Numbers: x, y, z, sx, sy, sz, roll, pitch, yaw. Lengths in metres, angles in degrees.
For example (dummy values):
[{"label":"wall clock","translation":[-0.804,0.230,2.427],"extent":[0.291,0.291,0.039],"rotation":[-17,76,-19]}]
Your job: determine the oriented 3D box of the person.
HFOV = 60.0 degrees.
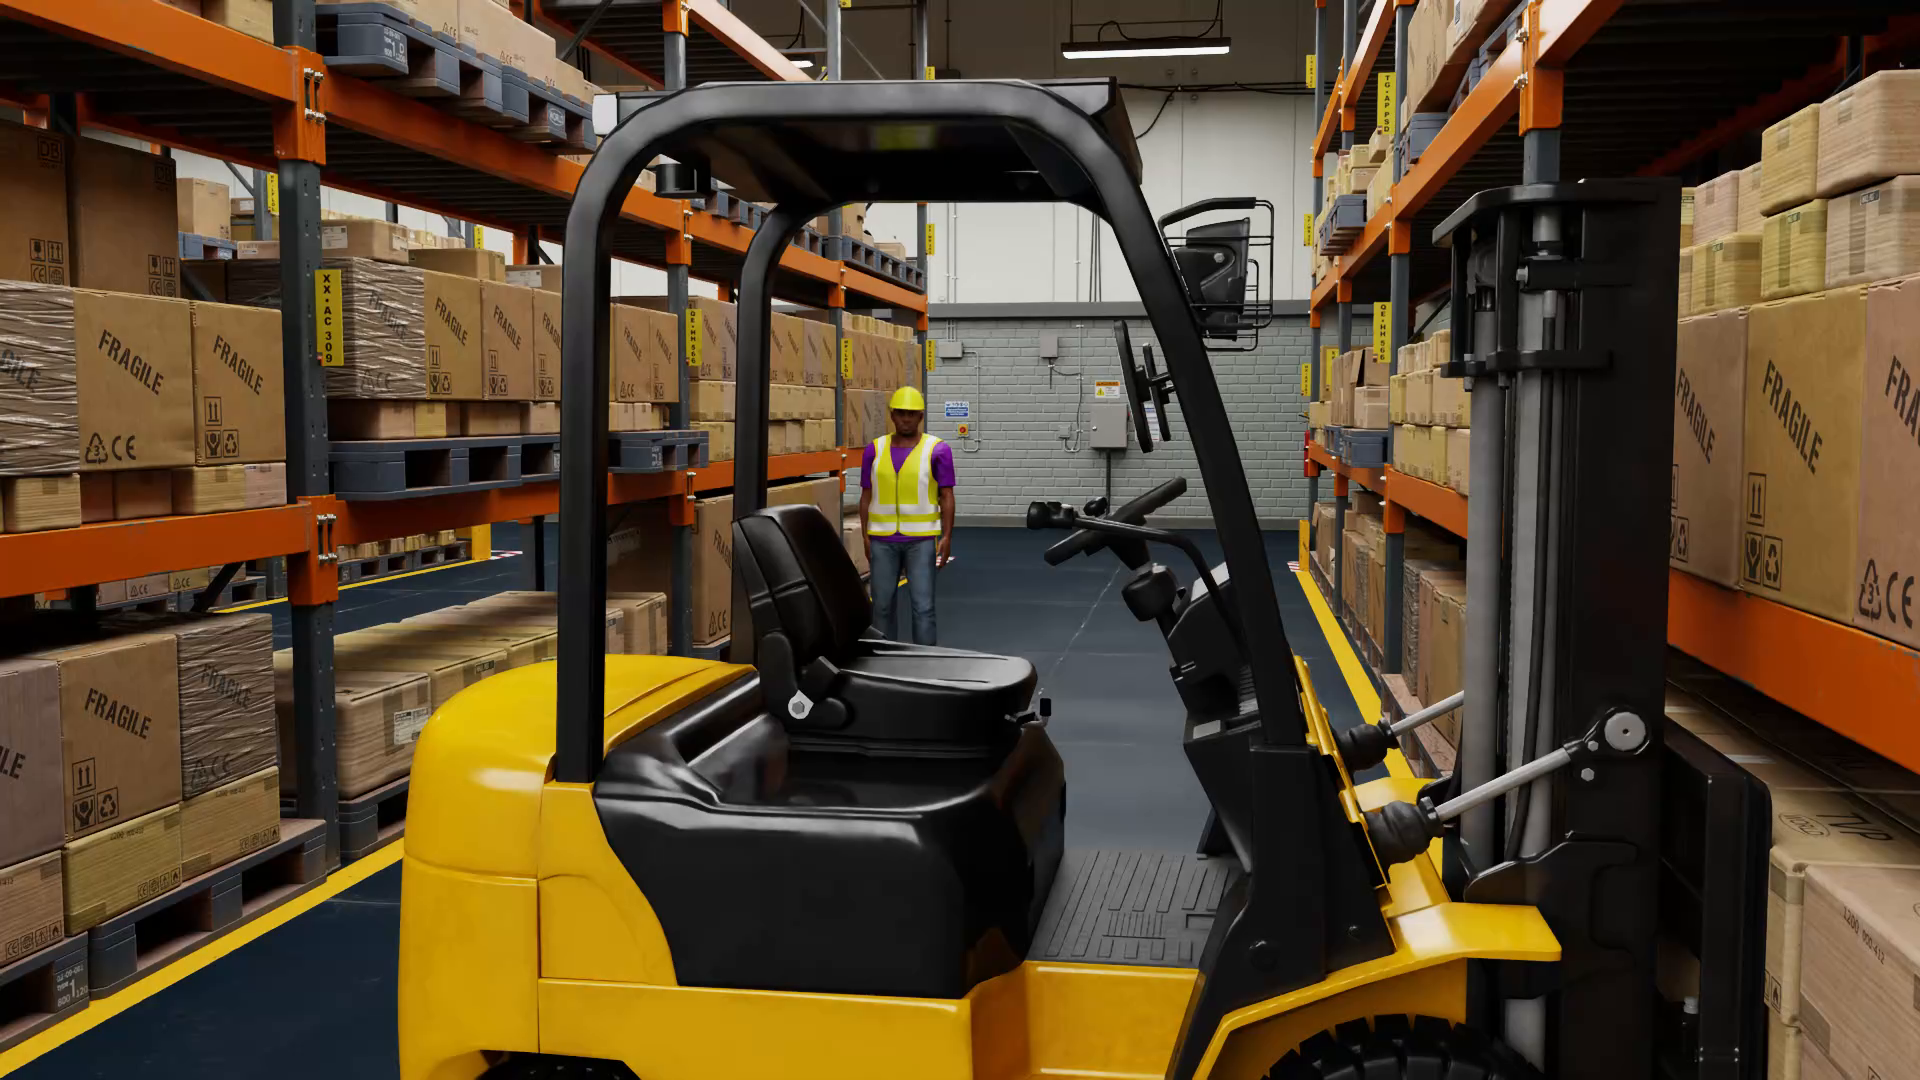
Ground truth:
[{"label":"person","translation":[-0.309,0.003,9.572],"extent":[0.564,1.778,0.360],"rotation":[1,5,10]}]
